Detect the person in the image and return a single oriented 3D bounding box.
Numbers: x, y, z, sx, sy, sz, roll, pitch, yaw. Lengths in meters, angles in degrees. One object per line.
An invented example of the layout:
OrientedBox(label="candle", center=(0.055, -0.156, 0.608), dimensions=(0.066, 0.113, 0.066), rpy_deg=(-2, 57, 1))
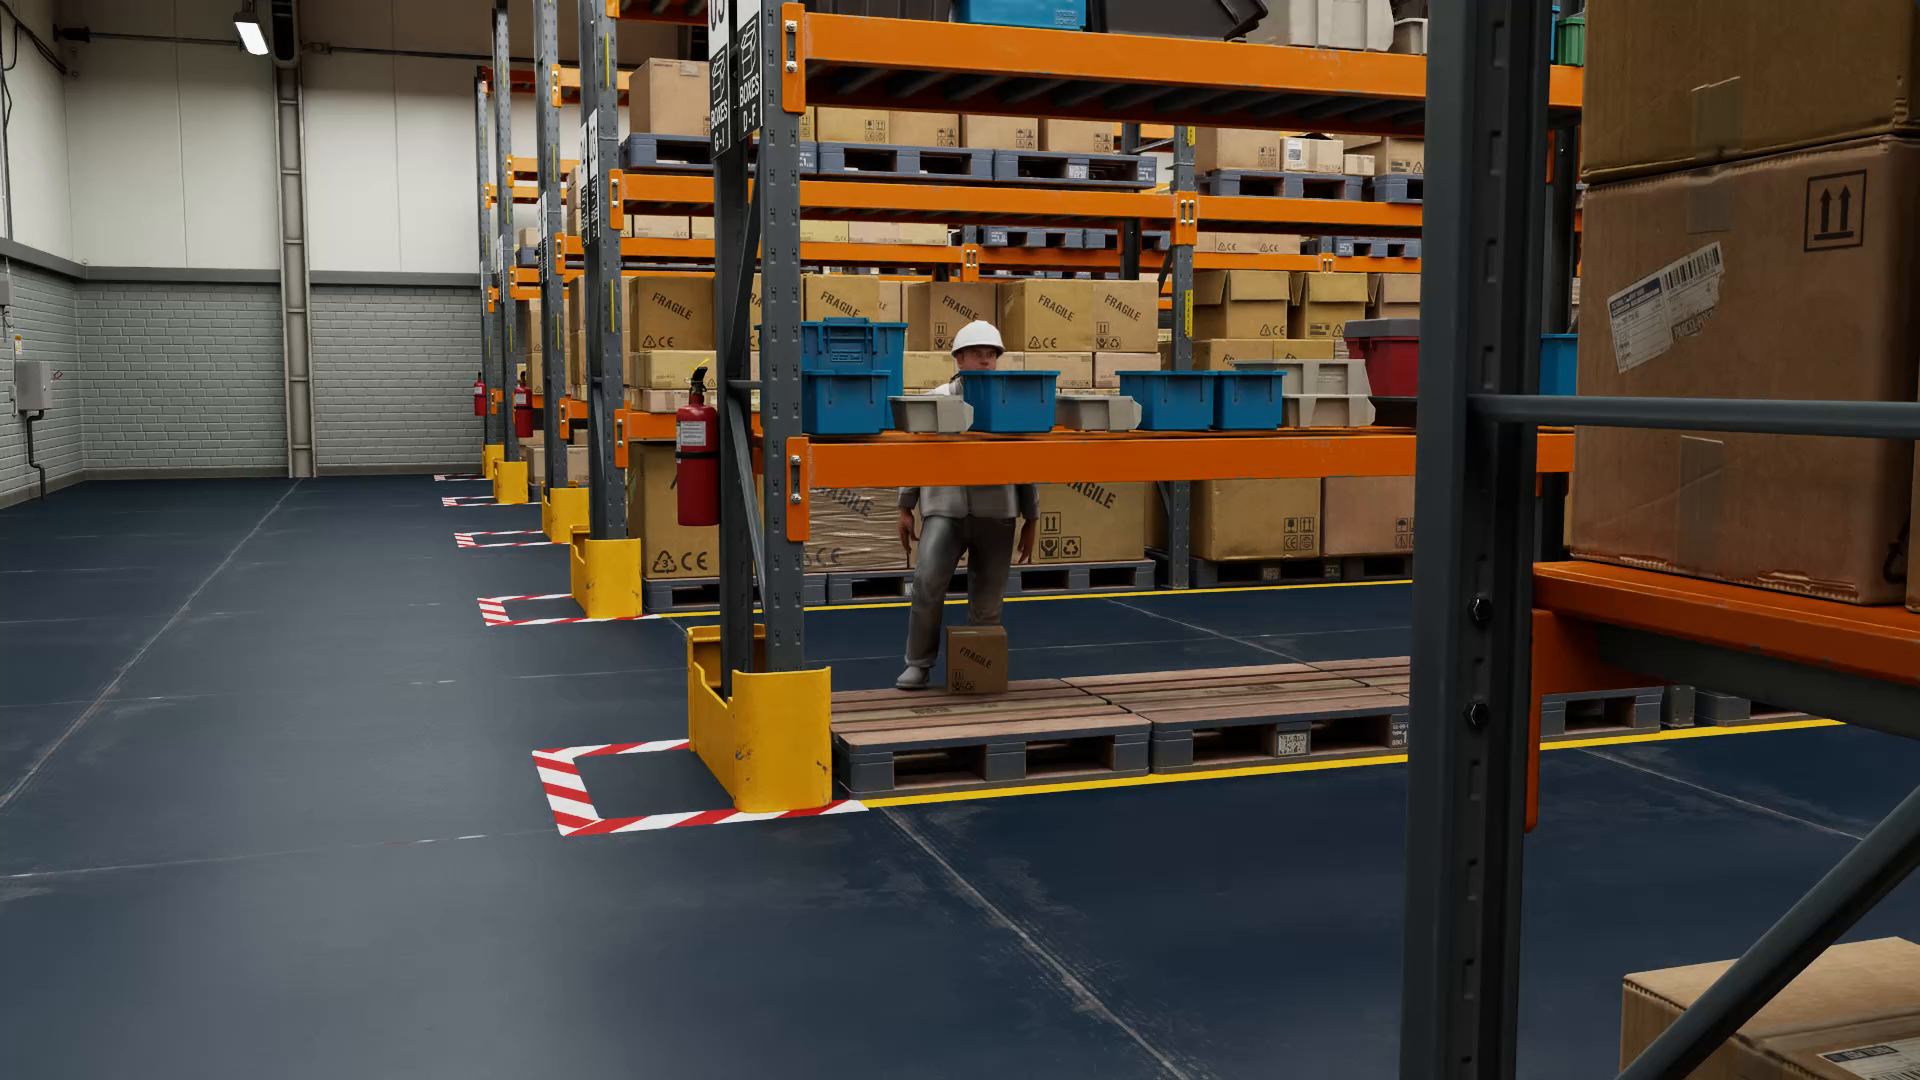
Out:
OrientedBox(label="person", center=(0.036, -0.065, 7.236), dimensions=(0.634, 1.774, 0.614), rpy_deg=(0, 6, -2))
